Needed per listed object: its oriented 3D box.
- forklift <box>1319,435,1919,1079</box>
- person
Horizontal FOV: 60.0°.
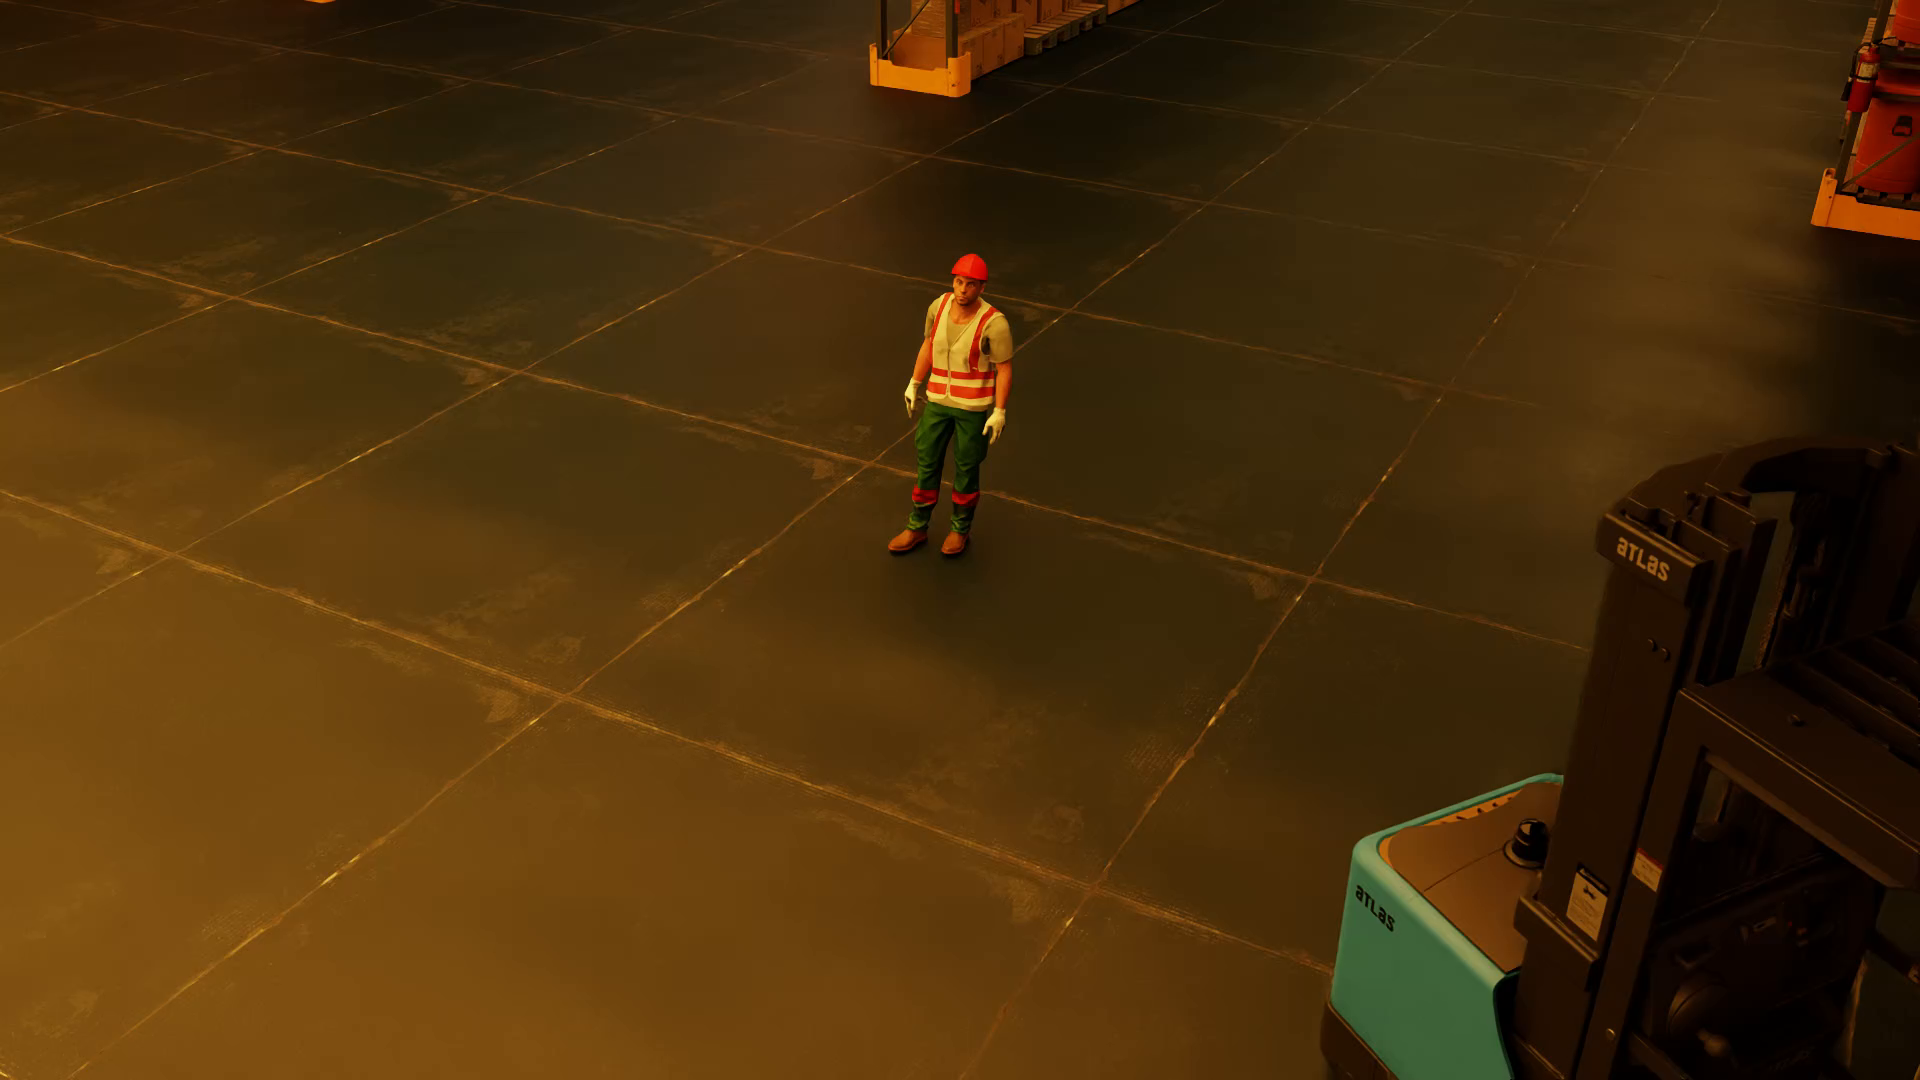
[{"bbox_3d":[2.496,1.297,4.823,1.130,2.935,3.031,-14,33,-22],"label":"forklift"},{"bbox_3d":[-0.049,-0.749,9.497,0.637,1.787,0.564,15,33,25],"label":"person"}]
